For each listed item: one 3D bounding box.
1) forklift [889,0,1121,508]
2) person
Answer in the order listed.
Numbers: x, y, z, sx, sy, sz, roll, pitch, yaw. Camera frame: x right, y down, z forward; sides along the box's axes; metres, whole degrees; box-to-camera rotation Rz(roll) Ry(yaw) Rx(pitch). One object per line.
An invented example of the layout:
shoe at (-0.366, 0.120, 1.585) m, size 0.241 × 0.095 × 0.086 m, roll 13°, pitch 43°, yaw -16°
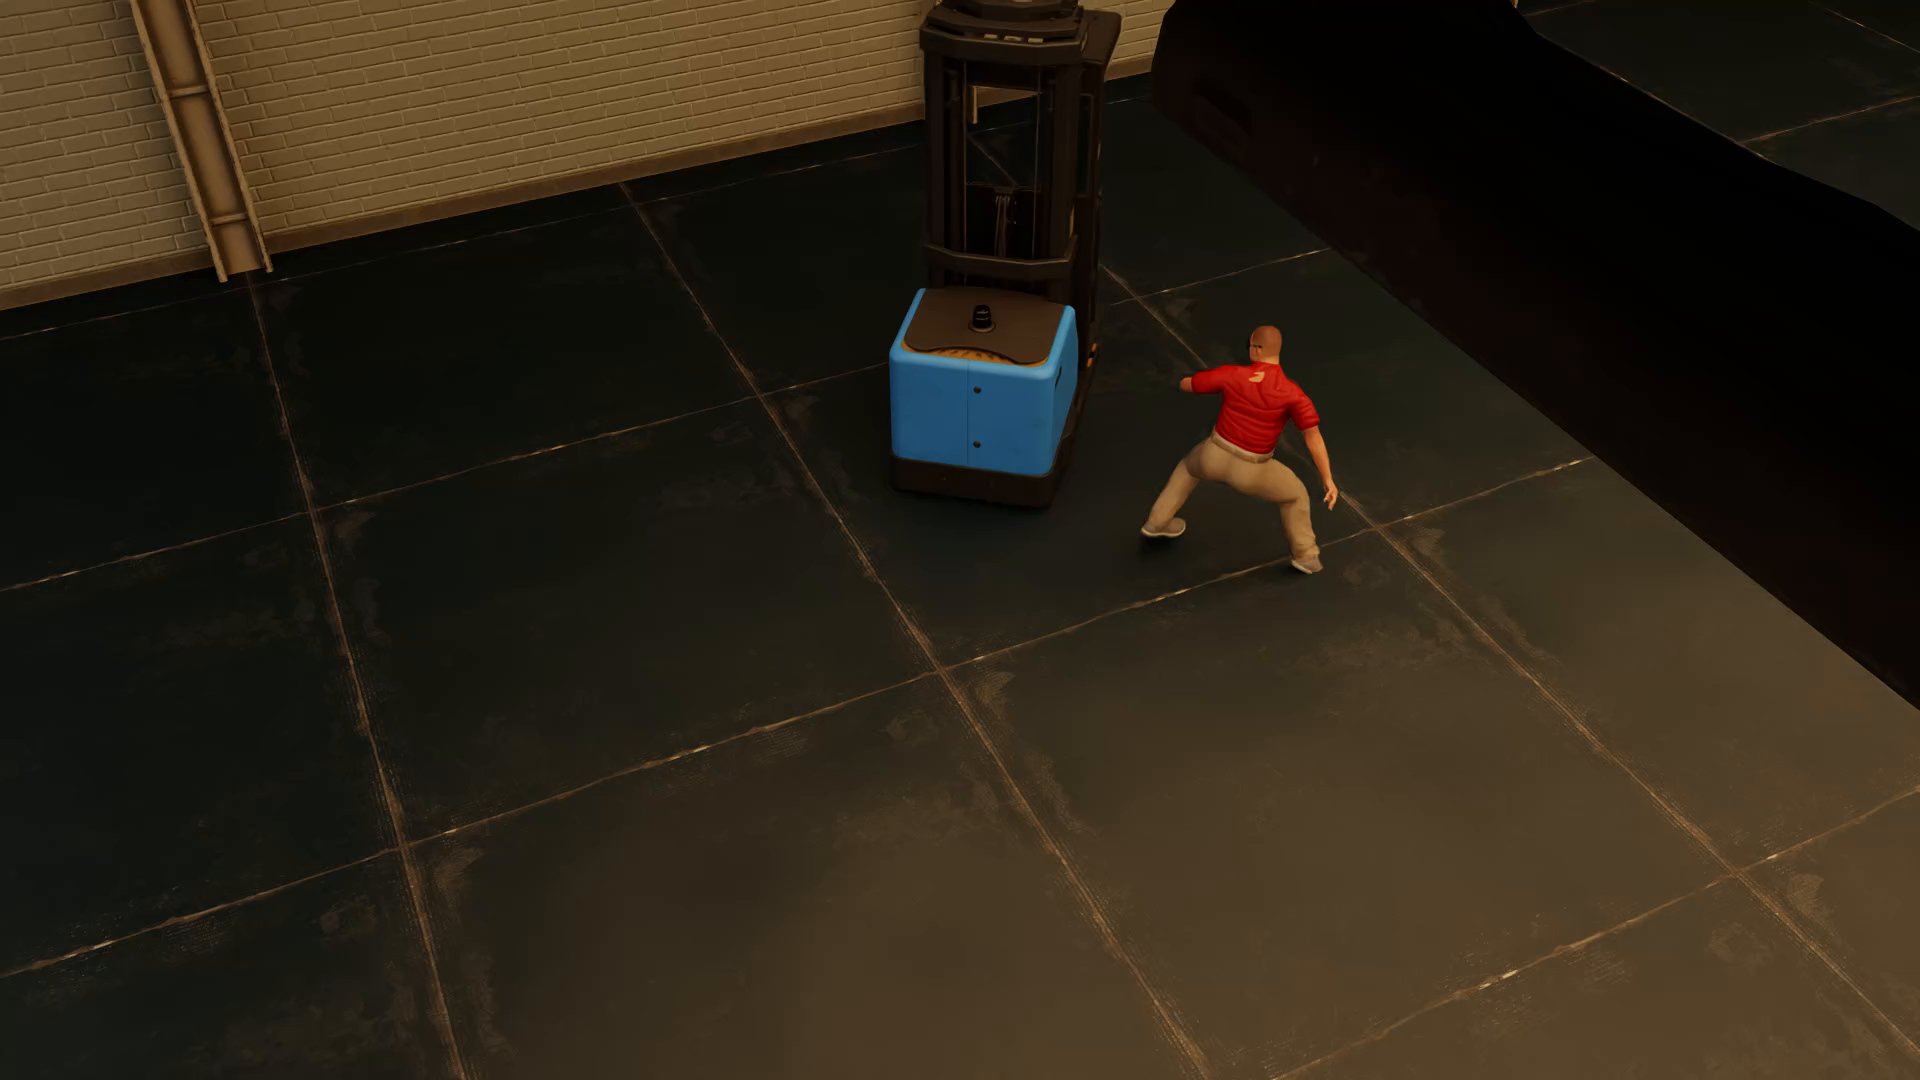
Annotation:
forklift at (0.379, -2.280, 10.748) m, size 1.130 × 2.935 × 3.031 m, roll 8°, pitch 41°, yaw 10°
person at (1.716, -0.452, 9.718) m, size 1.151 × 1.677 × 0.552 m, roll 22°, pitch 45°, yaw 24°
